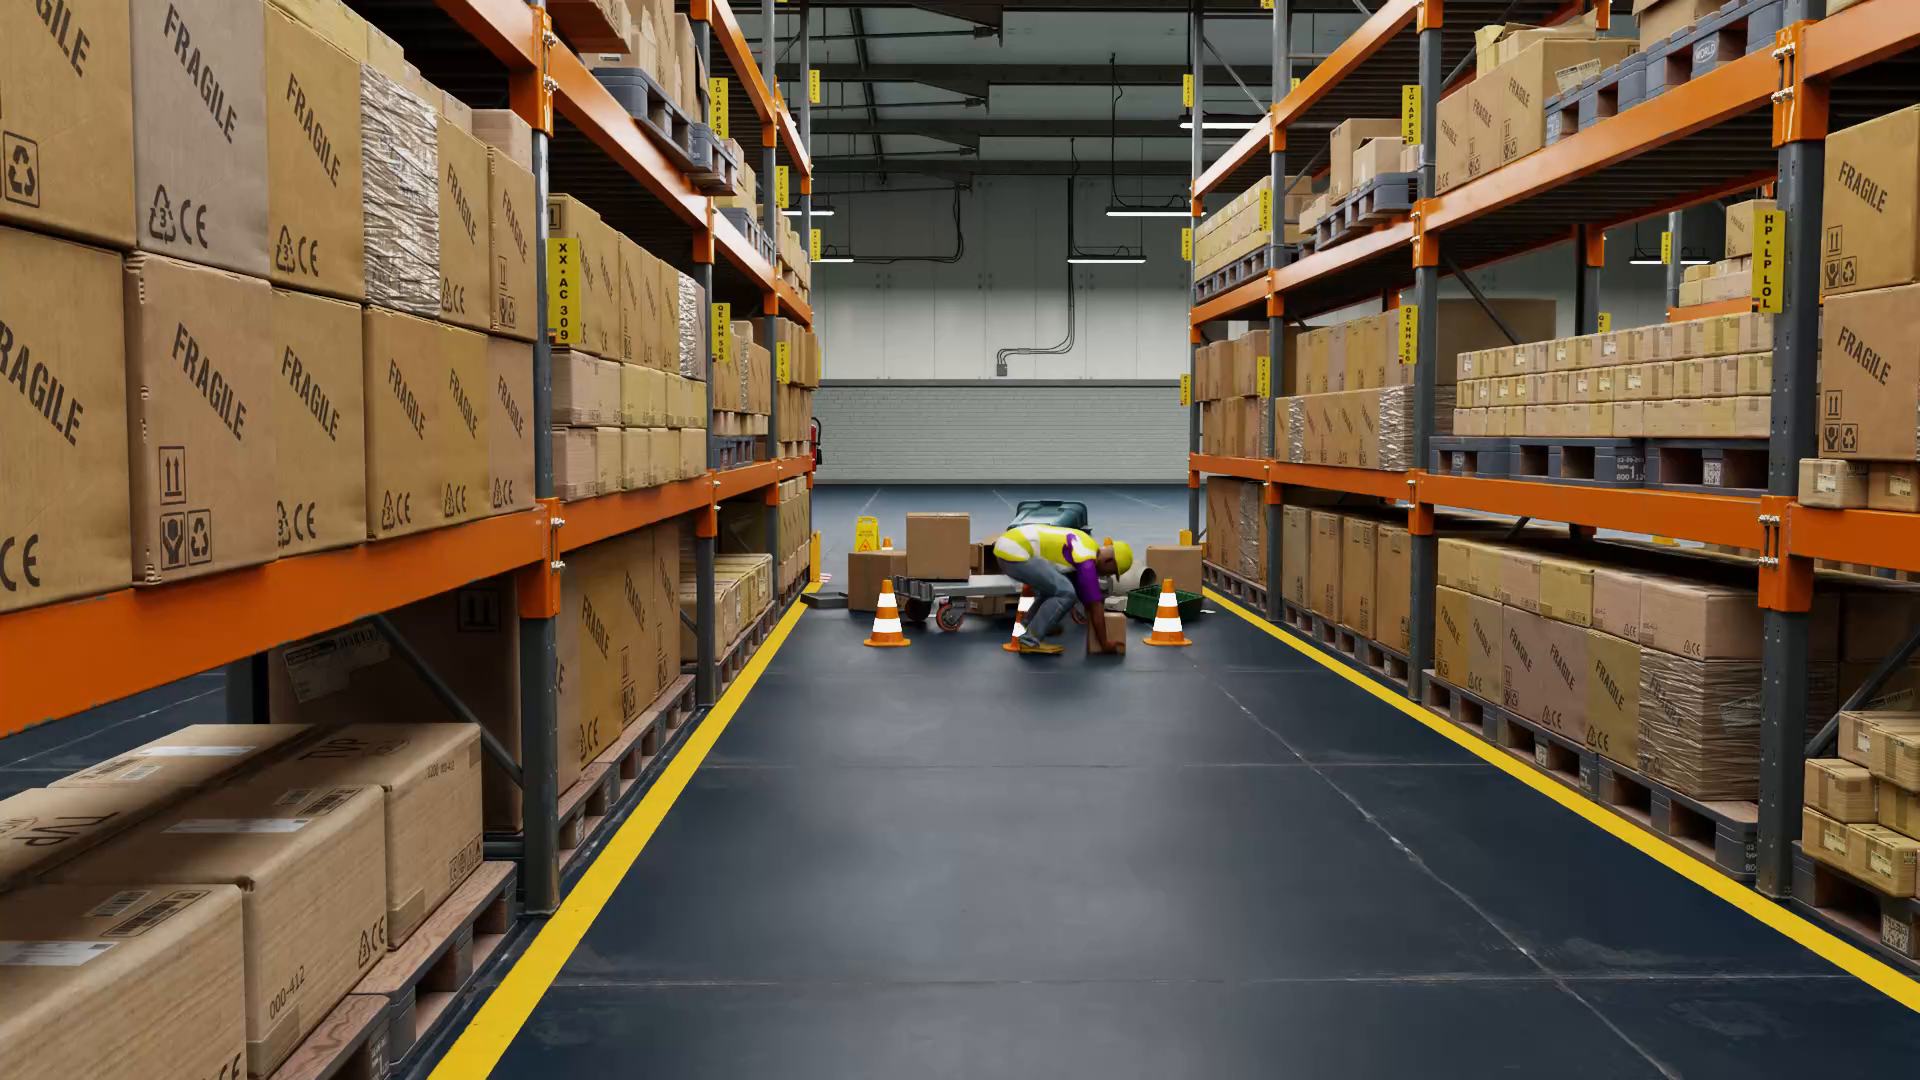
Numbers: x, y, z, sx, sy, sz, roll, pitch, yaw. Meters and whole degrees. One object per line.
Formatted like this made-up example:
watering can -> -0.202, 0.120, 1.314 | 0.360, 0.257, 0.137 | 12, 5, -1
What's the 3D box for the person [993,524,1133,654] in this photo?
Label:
person -> 0.721, 0.338, 11.622 | 0.979, 0.905, 0.510 | 0, 4, -4
